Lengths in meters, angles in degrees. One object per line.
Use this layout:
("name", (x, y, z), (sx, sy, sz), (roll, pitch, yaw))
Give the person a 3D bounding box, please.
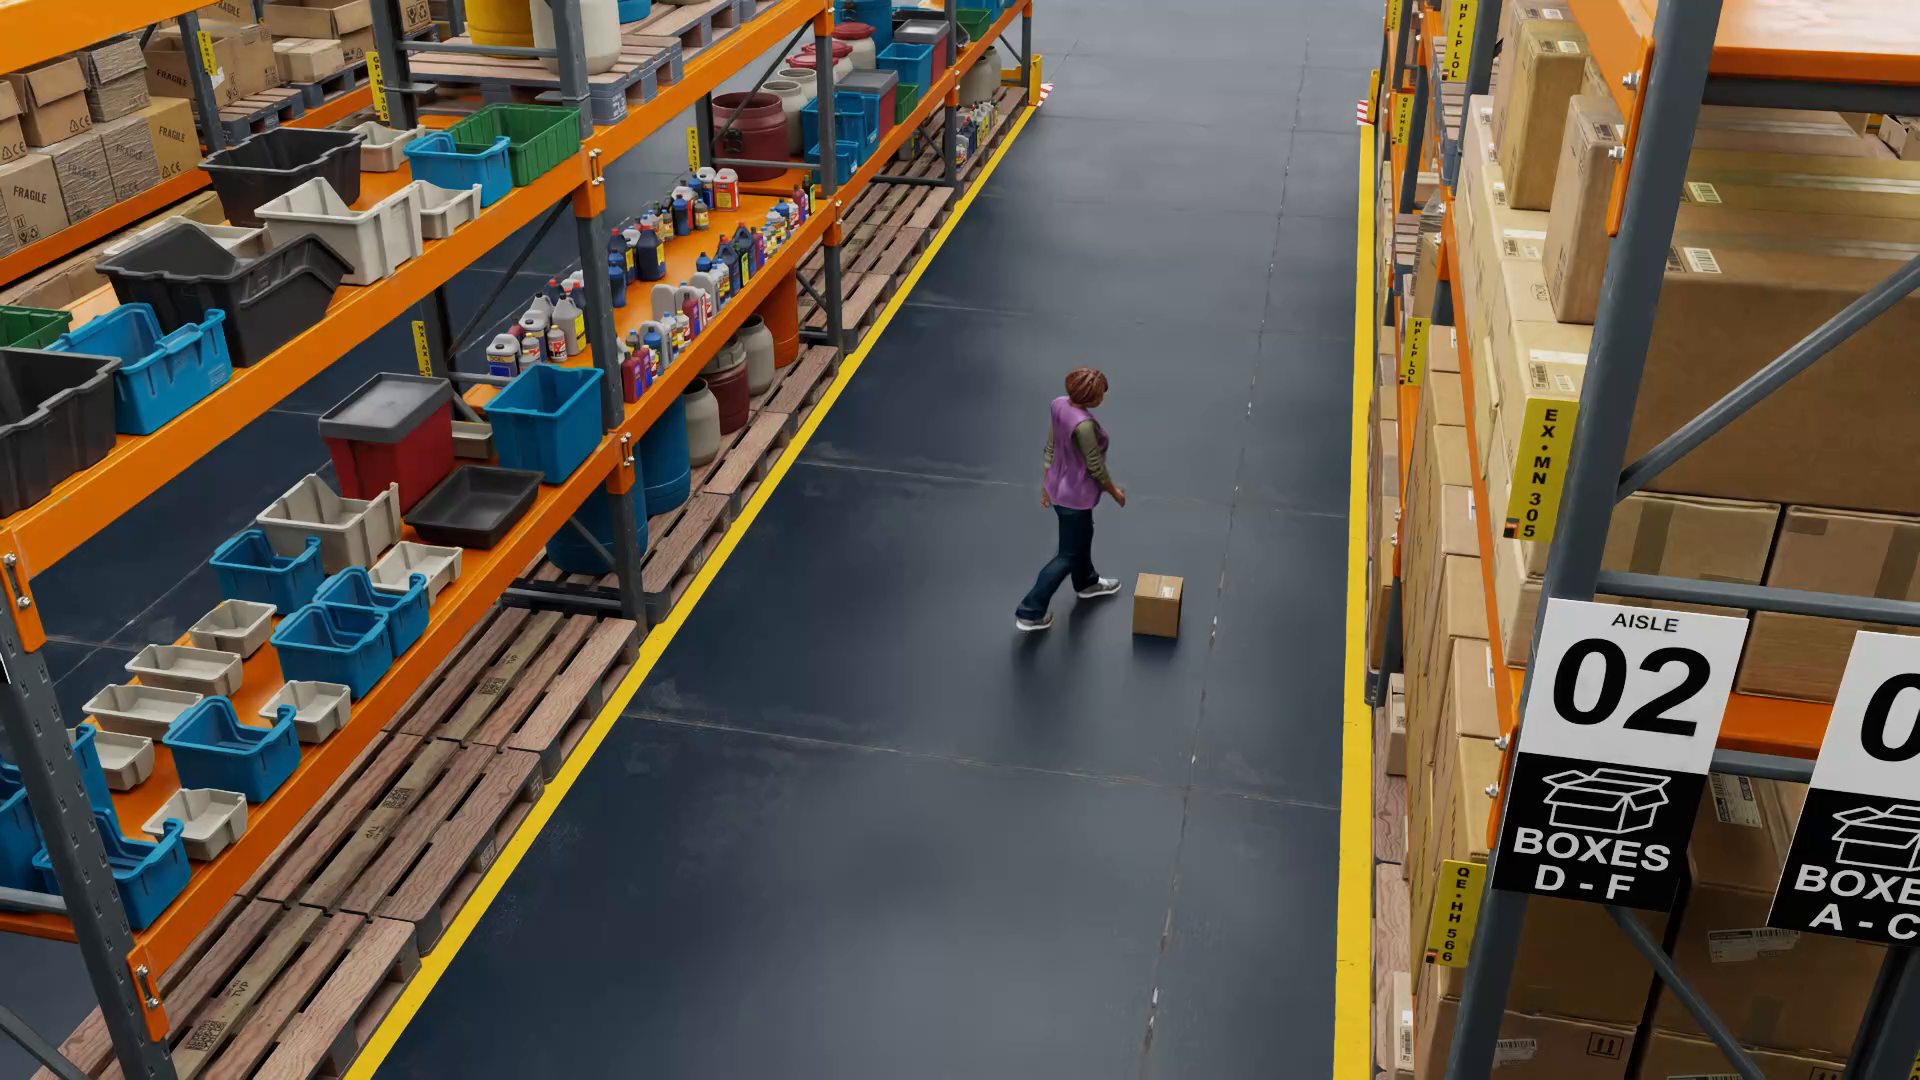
("person", (0.626, -0.254, 9.087), (0.750, 1.545, 0.462), (-8, 30, -14))
